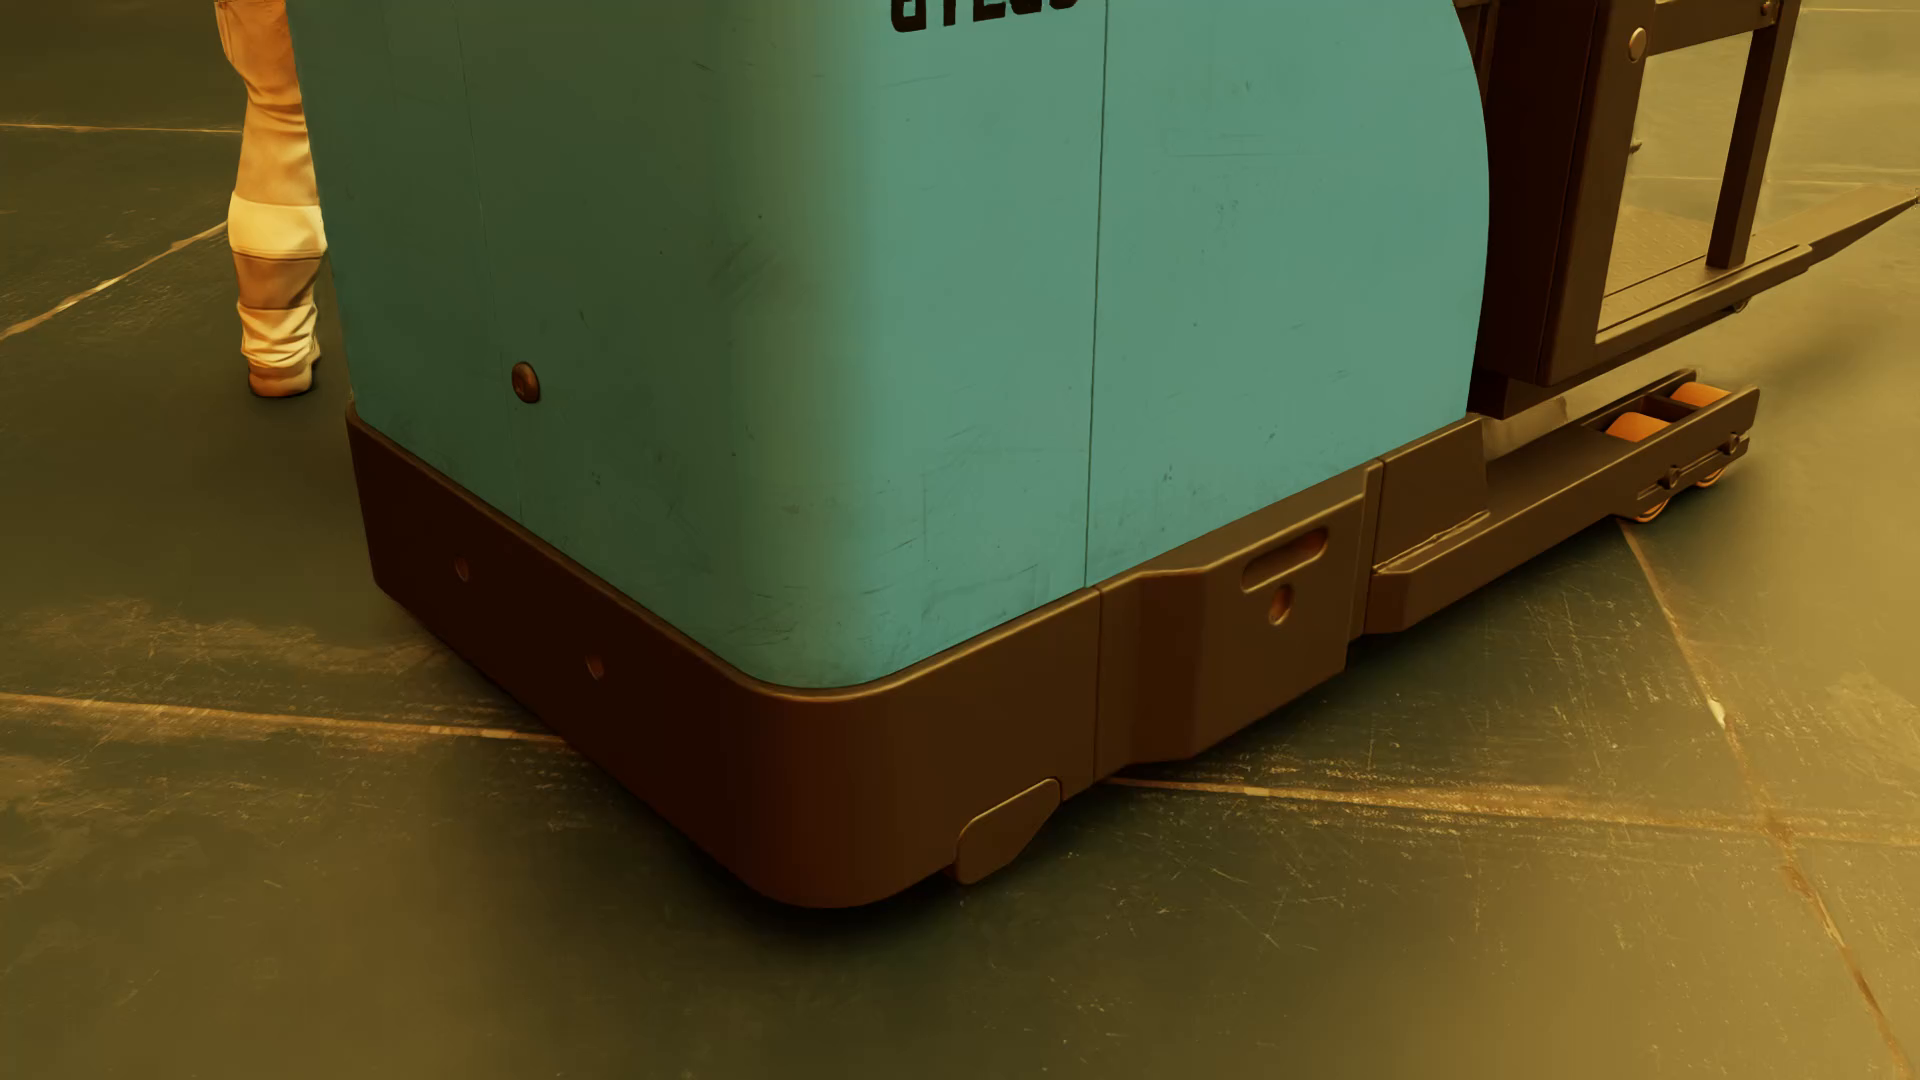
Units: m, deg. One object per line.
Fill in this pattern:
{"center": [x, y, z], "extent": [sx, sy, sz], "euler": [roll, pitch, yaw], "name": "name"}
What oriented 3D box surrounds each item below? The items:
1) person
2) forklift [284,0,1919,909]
{"center": [-0.986, -1.032, 2.610], "extent": [0.854, 1.750, 0.433], "euler": [10, 28, 20], "name": "person"}
{"center": [0.639, -1.494, 2.211], "extent": [3.031, 2.935, 1.130], "euler": [-22, 34, -37], "name": "forklift"}
